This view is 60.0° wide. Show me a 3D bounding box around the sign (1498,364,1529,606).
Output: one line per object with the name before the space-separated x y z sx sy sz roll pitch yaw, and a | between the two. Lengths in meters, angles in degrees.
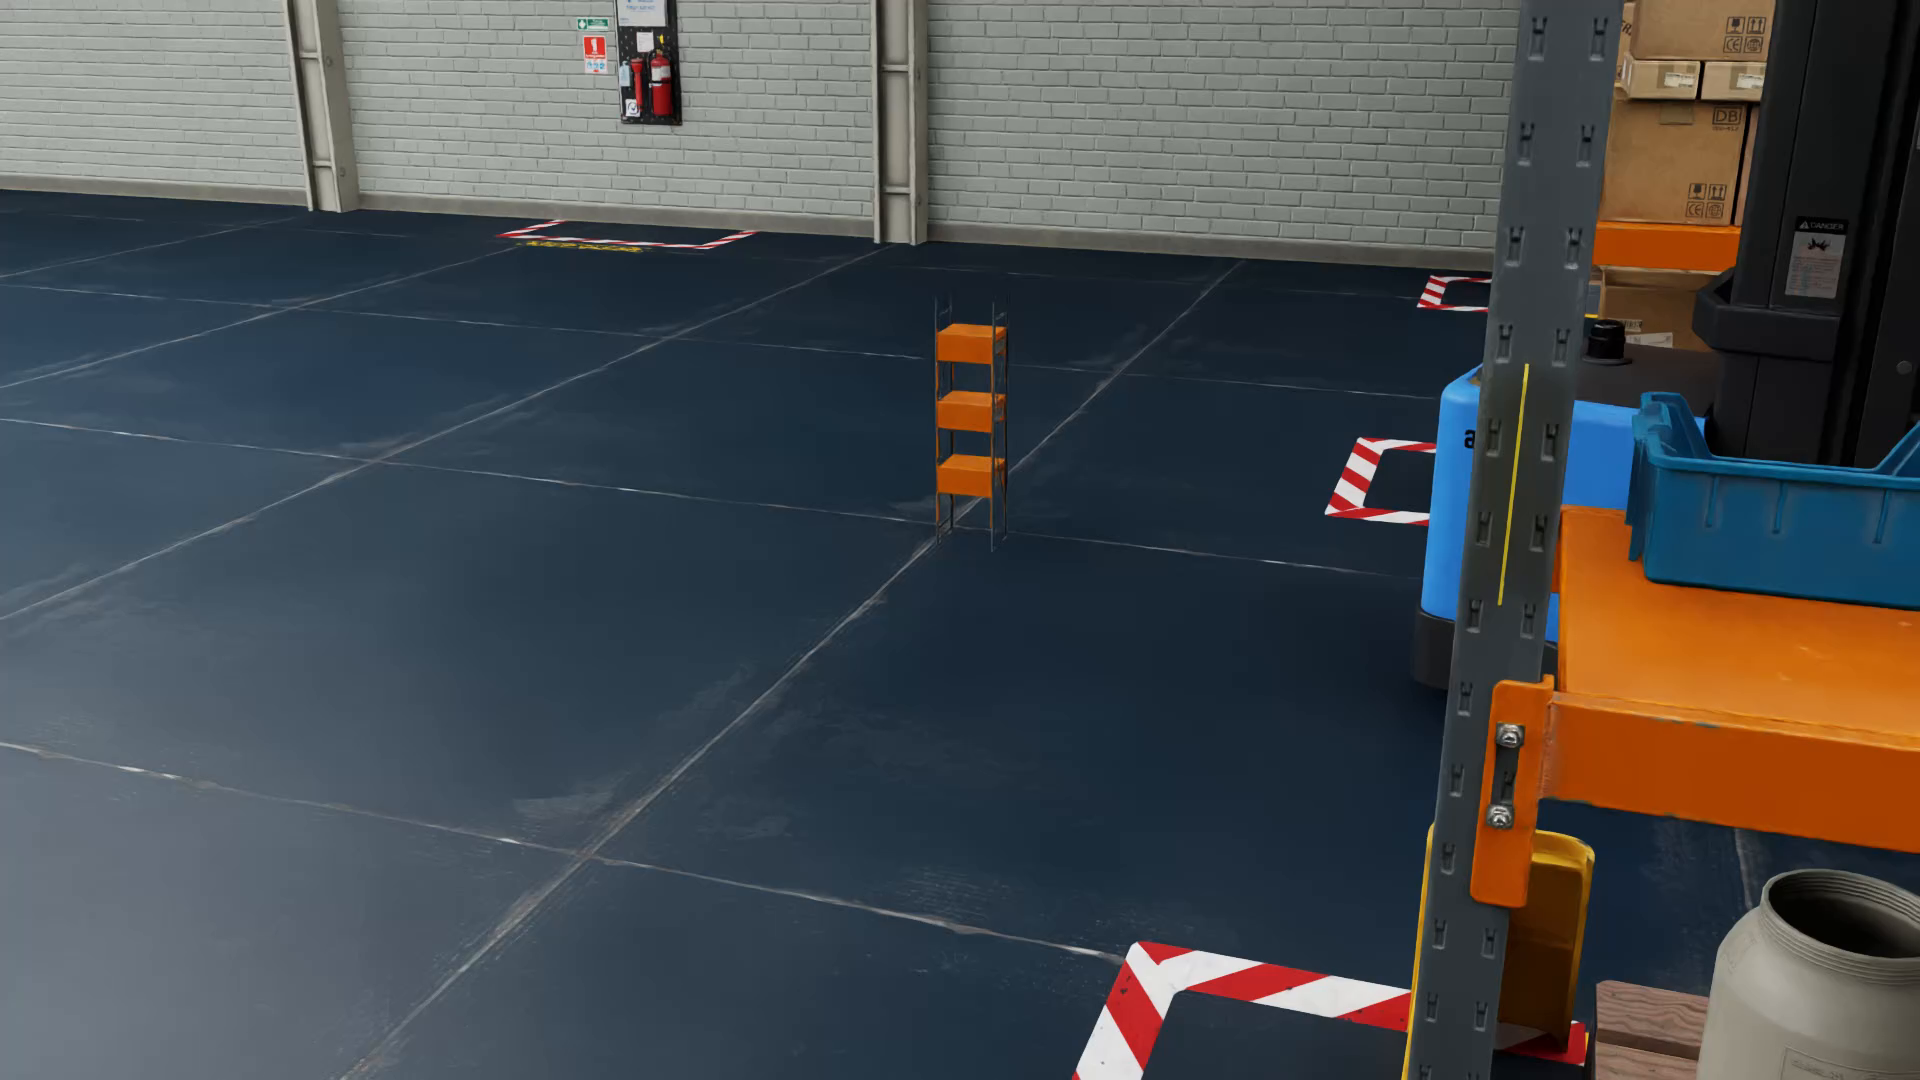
sign | 0.771 -0.076 2.316 0.005 0.325 0.100 7 20 18

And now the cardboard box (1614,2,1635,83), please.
cardboard box | 4.559 -3.344 11.170 0.500 0.500 0.500 7 20 18

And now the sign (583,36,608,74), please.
sign | -3.326 -4.425 15.159 0.234 0.329 0.001 7 20 18

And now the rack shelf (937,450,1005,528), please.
rack shelf | 0.051 -0.218 6.982 0.240 0.259 0.215 7 20 18

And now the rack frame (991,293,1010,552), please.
rack frame | 0.166 -0.477 6.849 0.008 1.050 0.200 7 20 18

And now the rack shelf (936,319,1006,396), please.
rack shelf | 0.051 -0.748 6.797 0.240 0.259 0.215 7 20 18

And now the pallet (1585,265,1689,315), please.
pallet | 5.034 -1.772 11.840 1.213 0.211 1.003 7 20 18

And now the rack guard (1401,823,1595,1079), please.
rack guard | 1.042 1.058 3.281 0.348 0.500 1.175 7 20 18

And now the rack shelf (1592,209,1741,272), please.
rack shelf | 4.474 -1.100 6.767 4.000 0.370 1.077 7 20 18

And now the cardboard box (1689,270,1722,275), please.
cardboard box | 5.369 -1.970 11.587 0.500 0.311 0.500 8 21 23

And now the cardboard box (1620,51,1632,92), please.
cardboard box | 3.008 -2.027 7.196 0.250 0.149 0.380 6 20 17

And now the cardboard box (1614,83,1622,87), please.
cardboard box | 4.563 -2.983 11.275 0.500 0.250 0.500 6 20 16

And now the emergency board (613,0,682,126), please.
emergency board | -2.838 -4.316 14.902 0.643 1.169 0.194 7 20 18

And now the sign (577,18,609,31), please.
sign | -3.325 -4.672 15.062 0.331 0.109 0.001 7 20 18

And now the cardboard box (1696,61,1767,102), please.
cardboard box | 3.135 -1.872 6.752 0.250 0.149 0.380 6 20 17

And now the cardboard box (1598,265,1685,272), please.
cardboard box | 4.830 -2.031 11.763 0.500 0.311 0.500 4 20 12

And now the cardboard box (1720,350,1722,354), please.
cardboard box | 3.491 -0.729 7.010 0.500 0.500 0.500 7 20 18

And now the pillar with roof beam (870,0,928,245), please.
pillar with roof beam | -1.929 -5.532 9.274 0.400 9.000 9.100 7 20 18

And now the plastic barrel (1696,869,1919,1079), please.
plastic barrel | 1.602 0.908 3.056 0.421 0.512 0.421 0 19 0

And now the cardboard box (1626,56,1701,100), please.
cardboard box | 2.884 -1.900 6.831 0.250 0.149 0.380 6 20 18

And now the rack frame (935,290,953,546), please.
rack frame | -0.065 -0.503 6.925 0.008 1.050 0.200 7 20 18

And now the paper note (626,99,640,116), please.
paper note | -2.983 -3.941 15.163 0.142 0.148 0.016 7 20 18

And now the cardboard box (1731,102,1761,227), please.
cardboard box | 3.519 -1.593 6.937 0.500 0.500 0.700 7 20 19

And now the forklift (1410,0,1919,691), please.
forklift | 3.015 -0.718 4.684 3.031 2.935 1.130 12 23 32

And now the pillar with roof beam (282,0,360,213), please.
pillar with roof beam | -7.597 -6.180 11.134 0.400 9.000 9.100 7 20 18

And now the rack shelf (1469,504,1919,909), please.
rack shelf | 2.844 0.440 2.350 4.000 0.370 1.077 7 20 18

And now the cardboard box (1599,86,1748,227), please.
cardboard box | 3.021 -1.648 7.096 0.500 0.500 0.700 7 20 18

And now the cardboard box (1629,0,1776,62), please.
cardboard box | 3.071 -2.255 6.866 0.500 0.500 0.700 7 20 18

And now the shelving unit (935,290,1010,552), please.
shelving unit | 0.051 -0.490 6.887 0.252 1.050 0.215 7 20 18

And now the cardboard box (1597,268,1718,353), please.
cardboard box | 3.189 -0.944 7.627 0.500 0.500 0.500 7 20 18

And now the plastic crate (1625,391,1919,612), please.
plastic crate | 1.526 -0.084 2.987 0.616 0.251 0.499 7 20 18

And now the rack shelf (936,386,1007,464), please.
rack shelf | 0.051 -0.480 6.890 0.240 0.259 0.215 7 20 18

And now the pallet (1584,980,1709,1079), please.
pallet | 1.808 1.284 3.072 1.213 0.211 1.003 7 20 18

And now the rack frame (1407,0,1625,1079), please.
rack frame | 0.955 -0.116 2.851 0.127 3.000 1.000 7 20 18
